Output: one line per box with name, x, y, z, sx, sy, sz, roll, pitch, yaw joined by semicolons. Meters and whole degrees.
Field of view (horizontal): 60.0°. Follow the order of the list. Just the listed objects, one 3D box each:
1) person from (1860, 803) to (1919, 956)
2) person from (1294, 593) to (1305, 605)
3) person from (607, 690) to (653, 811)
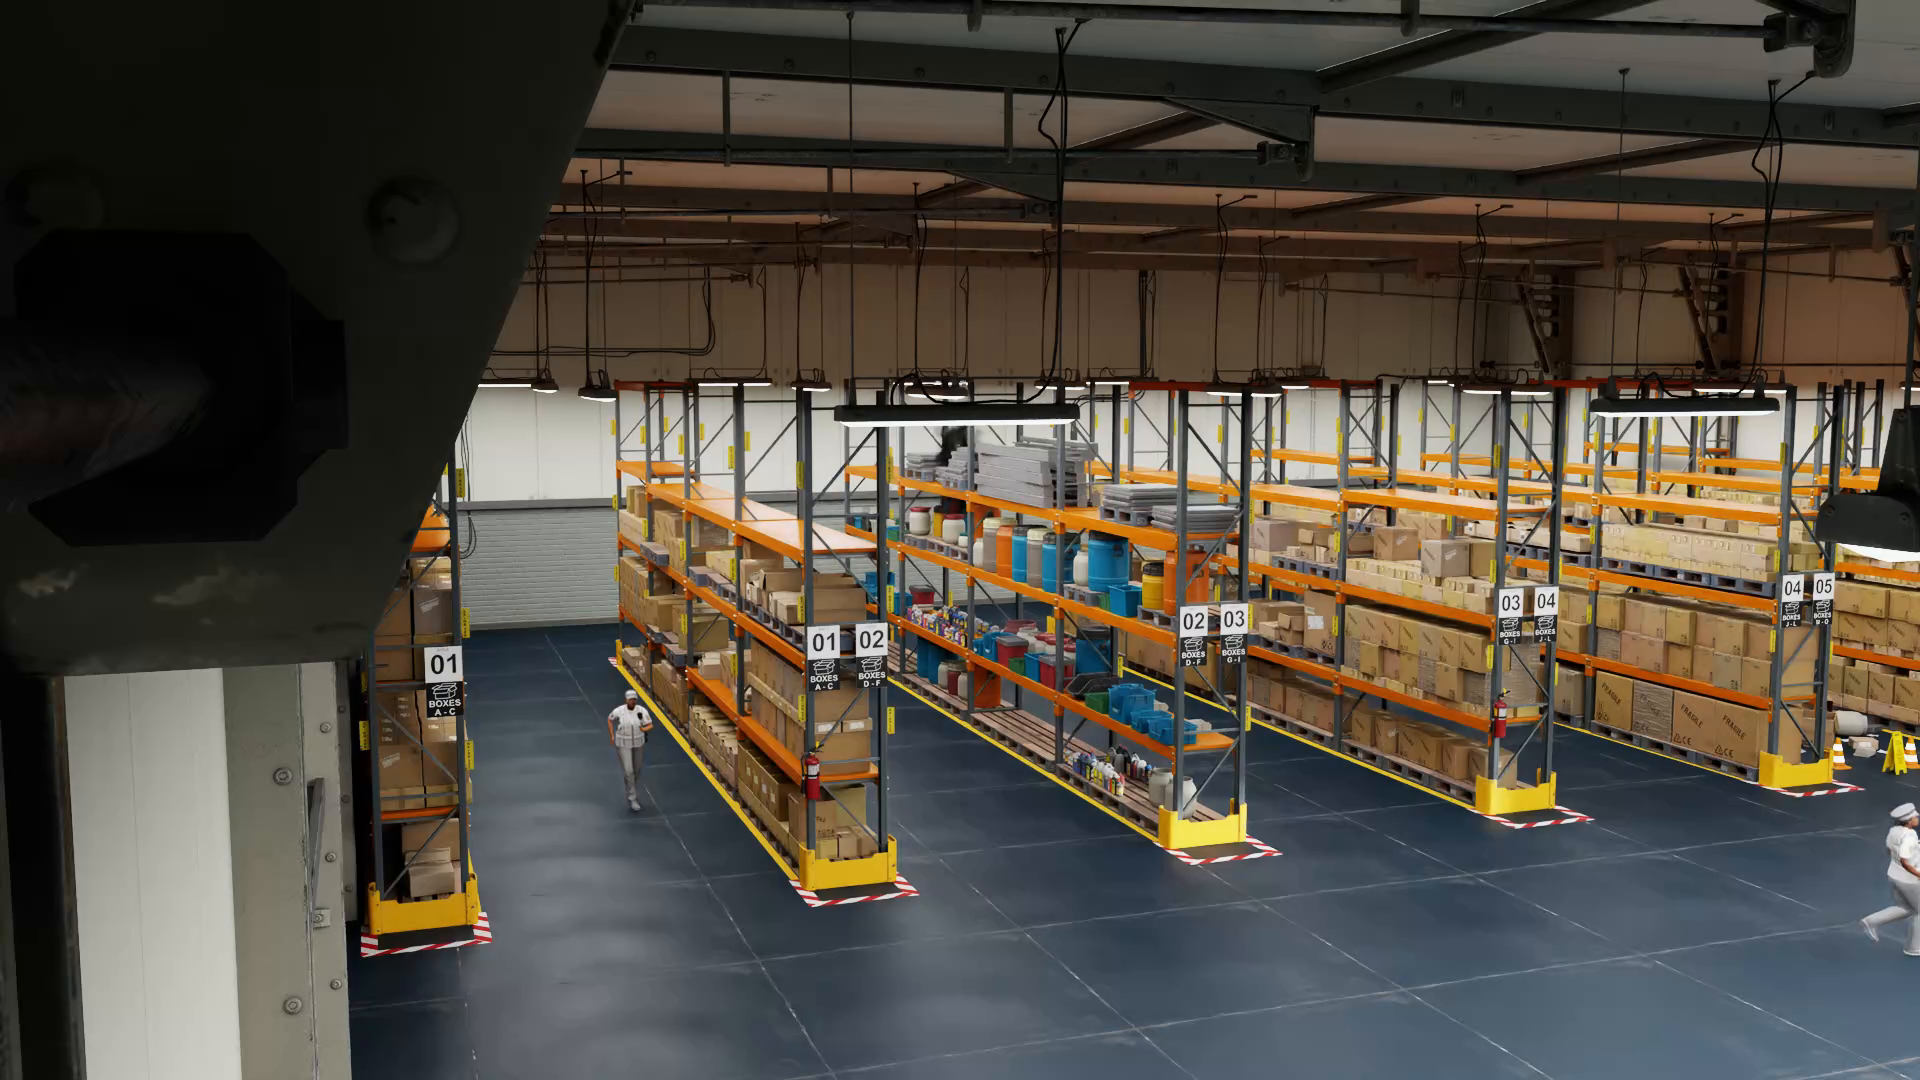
person;10.094;3.627;17.792;0.681;1.655;0.581;1;6;7
person;8.404;1.172;41.051;0.646;1.653;0.741;-5;8;-39
person;-4.720;2.960;23.869;0.599;1.668;0.937;-3;7;-25
